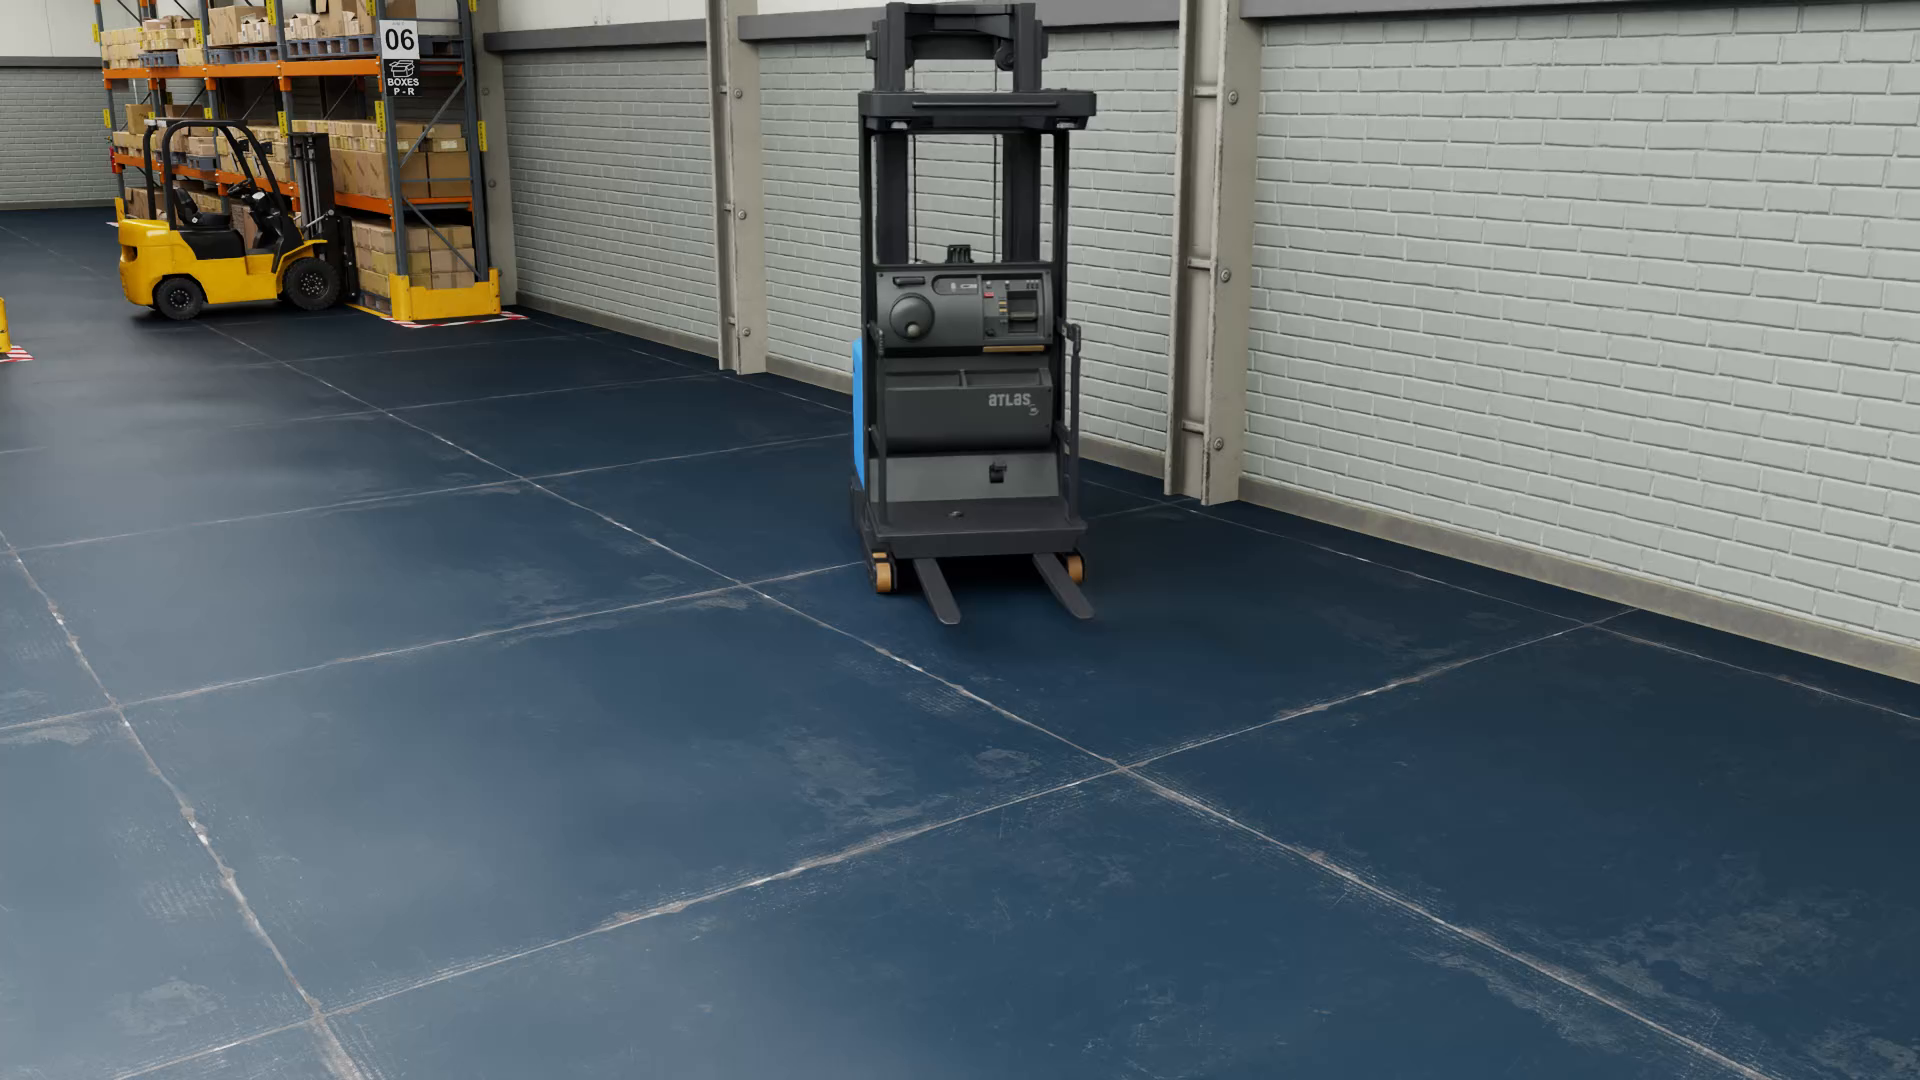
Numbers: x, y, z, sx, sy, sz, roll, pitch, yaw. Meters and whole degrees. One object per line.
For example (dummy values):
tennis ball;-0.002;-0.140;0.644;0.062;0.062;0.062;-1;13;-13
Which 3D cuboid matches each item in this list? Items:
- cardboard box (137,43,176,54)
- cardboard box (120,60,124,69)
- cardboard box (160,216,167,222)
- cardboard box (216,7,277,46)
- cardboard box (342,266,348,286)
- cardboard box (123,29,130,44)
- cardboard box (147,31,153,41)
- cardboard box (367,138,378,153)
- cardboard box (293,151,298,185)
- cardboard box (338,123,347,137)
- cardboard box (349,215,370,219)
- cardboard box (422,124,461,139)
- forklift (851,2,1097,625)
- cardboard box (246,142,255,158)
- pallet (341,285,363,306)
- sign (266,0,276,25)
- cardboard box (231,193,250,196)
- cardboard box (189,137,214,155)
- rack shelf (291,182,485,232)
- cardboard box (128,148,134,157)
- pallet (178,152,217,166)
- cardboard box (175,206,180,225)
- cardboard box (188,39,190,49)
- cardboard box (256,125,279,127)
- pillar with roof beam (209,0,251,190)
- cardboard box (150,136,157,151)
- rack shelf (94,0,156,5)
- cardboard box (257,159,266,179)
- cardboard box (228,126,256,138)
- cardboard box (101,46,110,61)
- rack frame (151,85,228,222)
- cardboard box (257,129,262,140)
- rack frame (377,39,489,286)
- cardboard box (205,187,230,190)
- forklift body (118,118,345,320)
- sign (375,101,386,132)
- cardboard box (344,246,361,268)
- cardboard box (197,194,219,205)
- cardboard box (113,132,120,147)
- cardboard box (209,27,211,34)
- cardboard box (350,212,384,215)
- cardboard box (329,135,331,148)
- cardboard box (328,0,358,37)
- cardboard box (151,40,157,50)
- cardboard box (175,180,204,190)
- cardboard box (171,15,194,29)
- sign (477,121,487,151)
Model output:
cardboard box;-13.374;-8.144;27.690;0.500;0.250;0.500;-11;19;-34
cardboard box;-14.417;-8.296;28.997;0.380;0.149;0.250;-11;19;-34
cardboard box;-13.453;-5.463;28.460;0.380;0.149;0.250;-12;19;-36
cardboard box;-9.929;-7.169;23.232;0.700;0.500;0.500;-11;19;-36
cardboard box;-7.259;-3.251;20.185;0.500;0.250;0.500;-10;18;-33
cardboard box;-13.976;-8.608;28.438;0.500;0.250;0.500;-10;18;-34
cardboard box;-12.737;-8.044;26.529;0.380;0.149;0.250;-11;19;-36
cardboard box;-6.437;-4.442;18.704;0.380;0.149;0.250;-11;18;-34
cardboard box;-8.134;-4.767;21.122;0.500;0.500;0.500;-12;19;-36
cardboard box;-7.045;-4.805;19.469;0.380;0.149;0.250;-10;18;-33
cardboard box;-7.559;-3.845;20.463;0.500;0.250;0.500;-10;18;-33
cardboard box;-5.857;-4.609;18.754;0.380;0.149;0.250;-11;19;-36
forklift;0.059;-1.234;8.533;1.130;2.935;3.031;-2;15;-8
cardboard box;-9.565;-5.418;23.025;0.500;0.250;0.500;-11;19;-34
pallet;-7.029;-3.072;20.401;1.003;0.211;1.213;-11;19;-35
sign;-8.617;-6.616;20.808;0.100;0.325;0.005;-11;19;-35
cardboard box;-11.394;-5.446;26.501;0.380;0.149;0.250;-11;19;-34
cardboard box;-11.418;-6.013;25.354;0.500;0.250;0.500;-12;19;-37
rack shelf;-7.008;-4.080;20.164;1.077;0.370;4.000;-11;19;-35
cardboard box;-14.551;-6.900;29.579;0.380;0.149;0.250;-12;19;-36
pallet;-11.683;-6.030;26.290;1.003;0.211;1.213;-11;19;-35
cardboard box;-12.785;-5.421;27.640;0.500;0.500;0.500;-10;18;-32
cardboard box;-11.497;-7.539;25.286;0.380;0.149;0.250;-11;19;-34
cardboard box;-10.181;-6.031;24.512;0.380;0.149;0.250;-10;18;-33
pillar with roof beam;-16.050;-9.076;25.692;9.100;9.000;0.400;-11;19;-35
cardboard box;-13.384;-6.704;28.110;0.500;0.250;0.500;-10;18;-33
rack shelf;-14.064;-9.534;28.735;1.077;0.370;4.000;-11;19;-35
cardboard box;-9.259;-5.066;22.688;0.500;0.250;0.500;-11;19;-34
cardboard box;-10.257;-5.848;23.842;0.380;0.149;0.250;-10;18;-33
cardboard box;-15.200;-8.797;30.075;0.500;0.250;0.500;-11;19;-35
rack frame;-12.888;-6.562;27.871;1.000;3.000;0.127;-11;19;-35
cardboard box;-9.340;-5.522;22.651;0.380;0.149;0.250;-11;19;-34
rack frame;-5.832;-4.000;18.508;1.000;3.000;0.127;-11;19;-35
cardboard box;-12.438;-5.838;27.936;0.380;0.149;0.250;-12;19;-37
forklift body;-8.423;-3.712;19.065;2.313;2.155;1.214;-11;19;-35
sign;-6.279;-4.591;18.027;0.100;0.325;0.005;-11;19;-35
cardboard box;-6.978;-3.389;19.741;0.500;0.250;0.500;-11;19;-36
cardboard box;-11.788;-5.372;26.231;0.380;0.149;0.250;-12;19;-37
cardboard box;-15.191;-7.349;30.465;0.500;0.250;0.500;-11;19;-34
cardboard box;-10.977;-7.446;24.382;0.380;0.149;0.250;-10;18;-33
cardboard box;-7.428;-4.032;21.144;0.500;0.250;0.500;-11;19;-35
cardboard box;-7.480;-4.828;20.118;0.380;0.149;0.250;-12;19;-36
cardboard box;-6.811;-6.037;19.094;0.700;0.500;0.500;-11;19;-34
cardboard box;-12.602;-7.846;26.371;0.380;0.149;0.250;-11;19;-34
cardboard box;-12.700;-5.850;27.414;0.380;0.149;0.250;-12;19;-37
cardboard box;-12.652;-8.427;27.145;0.396;0.266;0.258;-11;19;-35
sign;-5.379;-4.541;18.694;0.100;0.325;0.005;-11;19;-35
